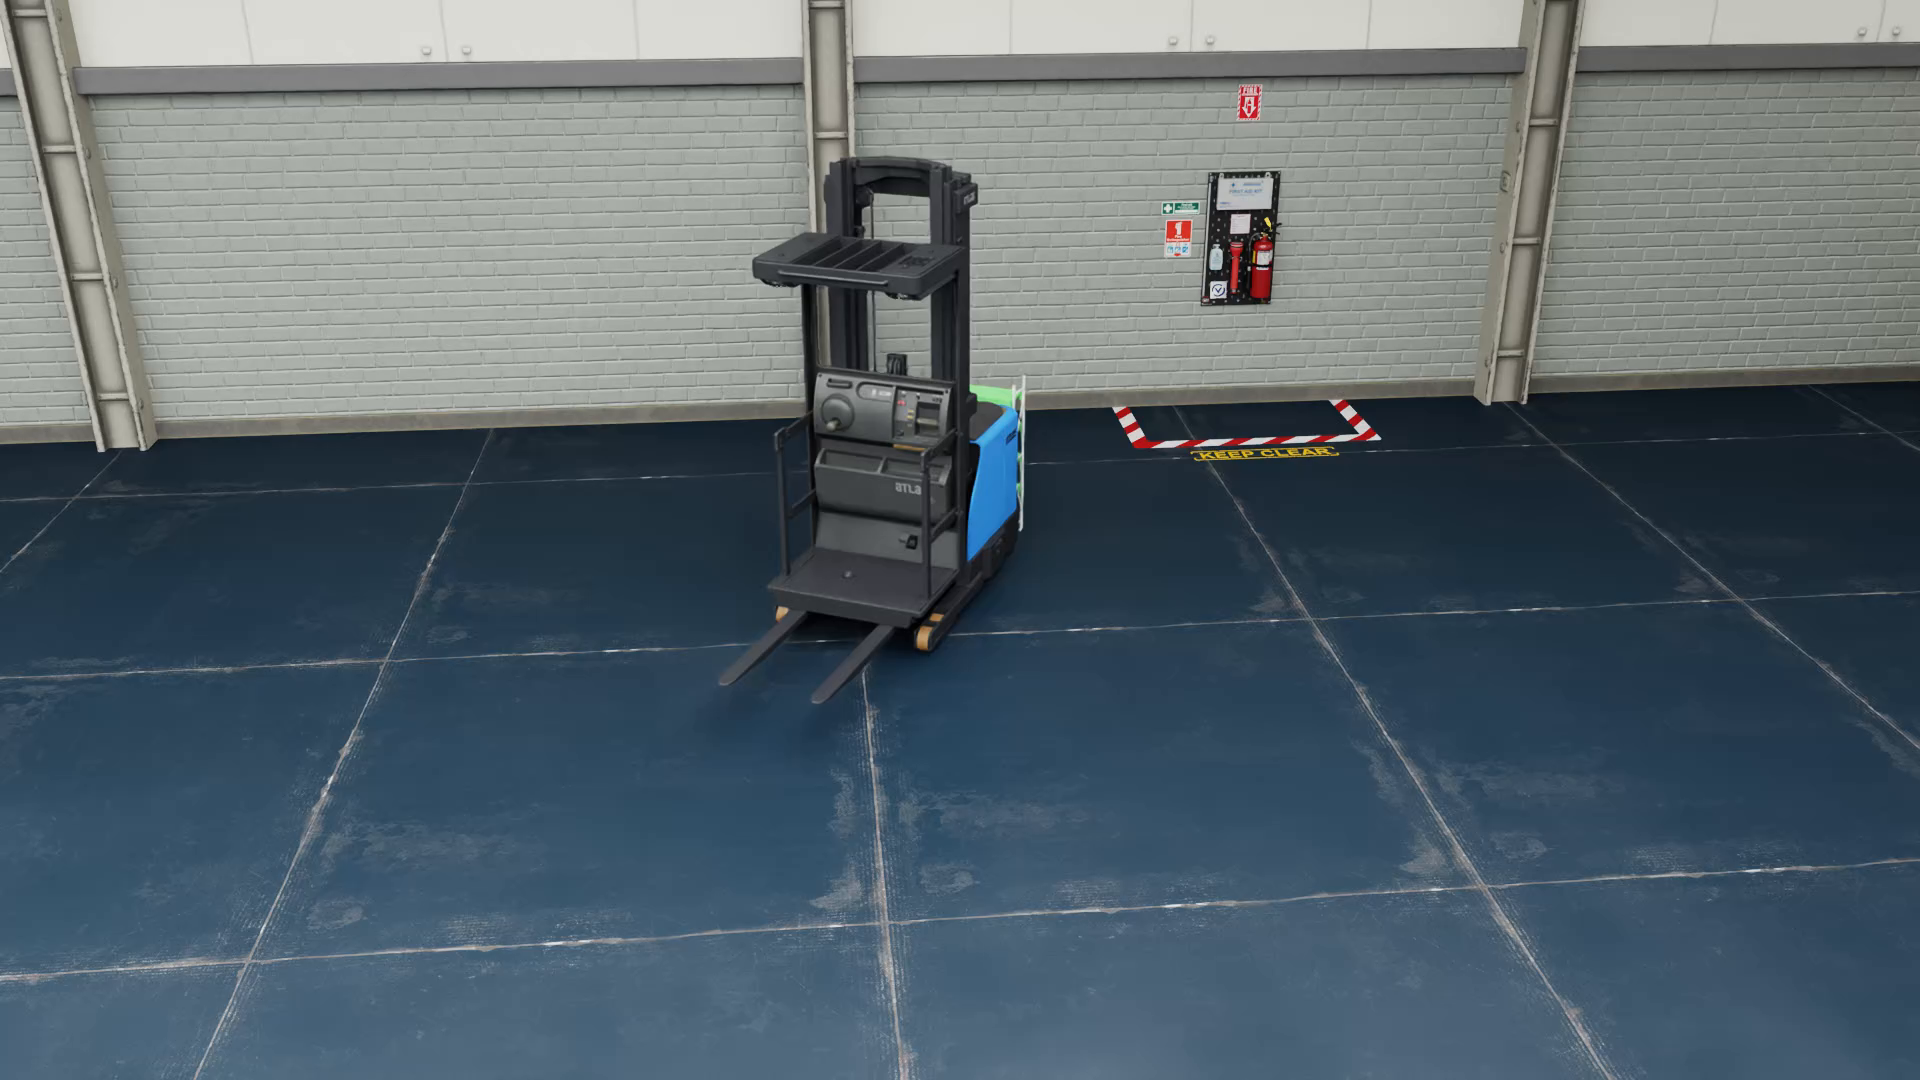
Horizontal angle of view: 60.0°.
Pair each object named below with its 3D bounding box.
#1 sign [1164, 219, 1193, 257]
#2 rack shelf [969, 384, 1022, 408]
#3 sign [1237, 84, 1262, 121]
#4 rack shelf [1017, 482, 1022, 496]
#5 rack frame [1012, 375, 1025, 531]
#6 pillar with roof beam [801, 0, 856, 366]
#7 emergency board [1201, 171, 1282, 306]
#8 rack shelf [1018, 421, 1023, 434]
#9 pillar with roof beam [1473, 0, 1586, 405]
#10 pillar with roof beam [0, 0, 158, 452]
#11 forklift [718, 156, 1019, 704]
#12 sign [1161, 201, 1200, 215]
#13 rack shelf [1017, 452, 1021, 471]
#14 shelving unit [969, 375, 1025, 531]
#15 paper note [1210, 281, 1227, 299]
[{"bbox_3d":[1.888,-2.609,14.382,0.234,0.329,0.001,-2,24,-5],"label":"sign"},{"bbox_3d":[0.192,-1.008,12.015,0.480,0.148,0.258,9,25,19],"label":"rack shelf"},{"bbox_3d":[2.430,-3.672,13.964,0.199,0.298,0.001,-2,24,-5],"label":"sign"},{"bbox_3d":[0.192,-0.350,12.307,0.480,0.148,0.258,9,25,19],"label":"rack shelf"},{"bbox_3d":[0.420,-0.592,12.105,0.015,1.200,0.240,9,25,19],"label":"rack frame"},{"bbox_3d":[-0.637,-3.418,8.860,0.400,9.000,9.100,-2,24,-5],"label":"pillar with roof beam"},{"bbox_3d":[2.448,-2.573,14.345,0.643,1.169,0.194,-2,24,-5],"label":"emergency board"},{"bbox_3d":[0.192,-0.788,12.112,0.480,0.148,0.258,9,25,19],"label":"rack shelf"},{"bbox_3d":[5.334,-3.657,9.399,0.400,9.000,9.100,-2,24,-5],"label":"pillar with roof beam"},{"bbox_3d":[-6.608,-3.178,8.321,0.400,9.000,9.100,-2,24,-5],"label":"pillar with roof beam"},{"bbox_3d":[-0.577,-0.815,10.474,1.130,2.935,3.031,9,25,19],"label":"forklift"},{"bbox_3d":[1.893,-2.847,14.267,0.331,0.109,0.001,-2,24,-5],"label":"sign"},{"bbox_3d":[0.192,-0.569,12.210,0.480,0.148,0.258,9,25,19],"label":"rack shelf"},{"bbox_3d":[0.192,-0.627,12.184,0.503,1.200,0.258,9,25,19],"label":"shelving unit"},{"bbox_3d":[2.265,-2.191,14.571,0.142,0.148,0.016,-2,24,-5],"label":"paper note"}]
